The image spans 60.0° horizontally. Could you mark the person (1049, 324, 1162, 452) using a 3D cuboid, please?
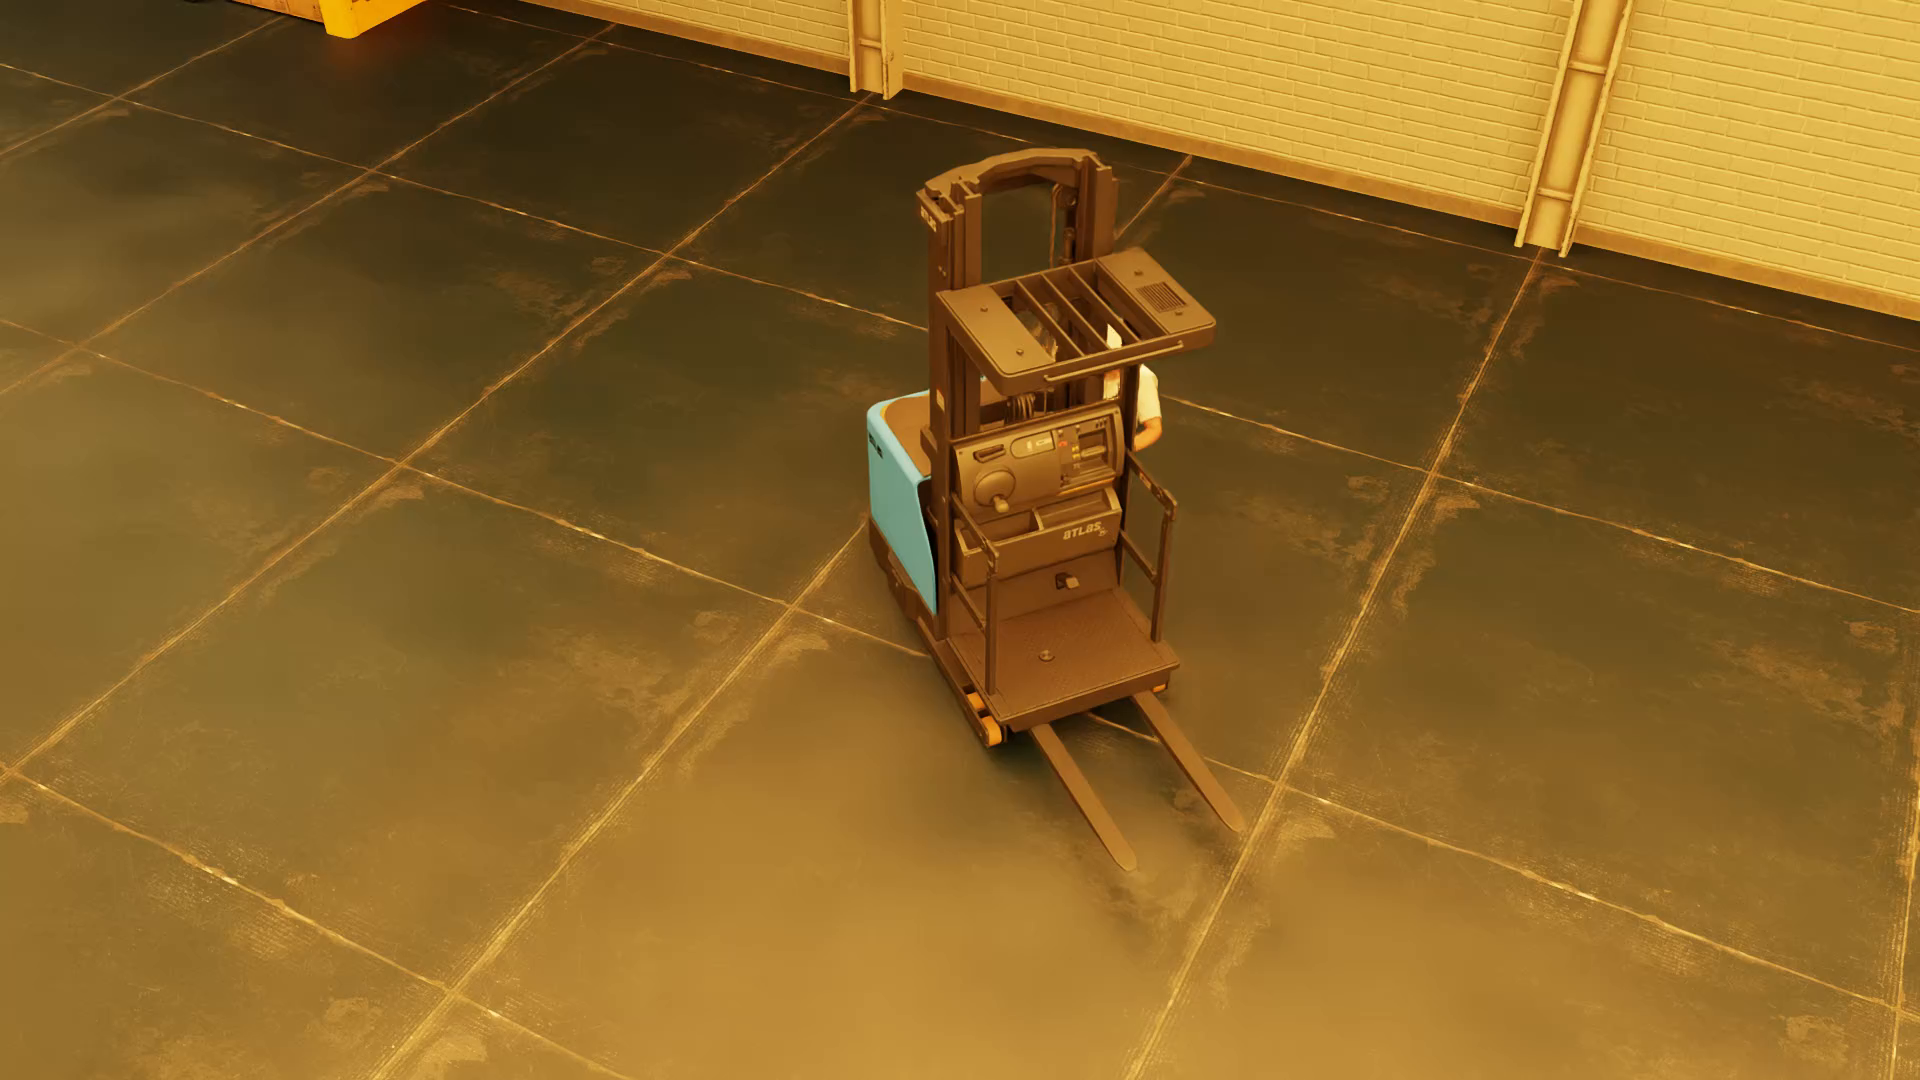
[{"bbox_3d":[0.692,-0.537,9.721,0.923,1.540,0.882,21,44,23],"label":"person"}]

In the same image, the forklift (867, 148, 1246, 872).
[{"bbox_3d":[0.504,-0.330,8.378,1.130,2.935,3.031,-16,43,-18],"label":"forklift"}]
